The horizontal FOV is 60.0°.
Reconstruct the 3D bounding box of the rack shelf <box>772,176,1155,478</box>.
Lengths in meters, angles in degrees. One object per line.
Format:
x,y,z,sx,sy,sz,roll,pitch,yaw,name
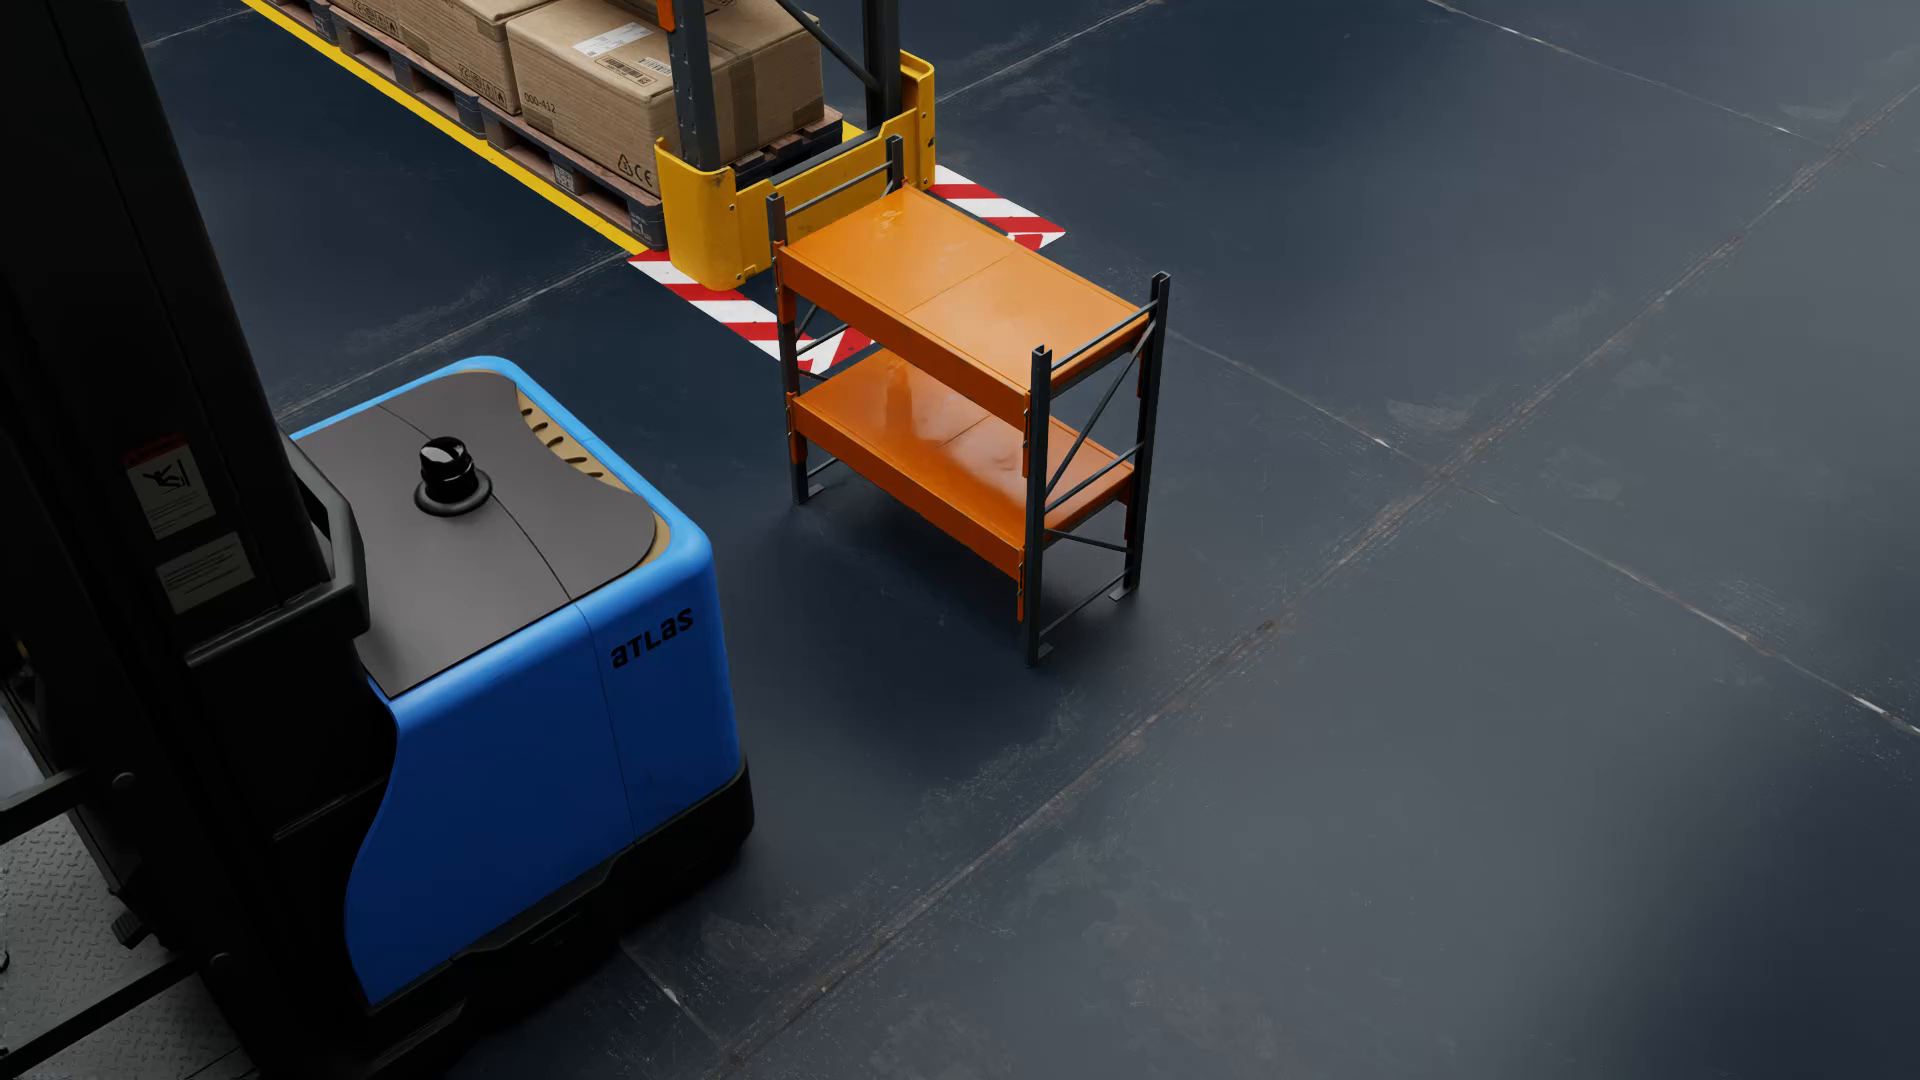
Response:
0.005,-0.625,4.666,0.538,0.278,1.000,-34,53,-31,rack shelf

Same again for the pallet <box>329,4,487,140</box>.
-2.104,-2.301,7.584,1.003,0.211,1.213,-34,53,-31,pallet

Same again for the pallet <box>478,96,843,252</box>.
-1.247,-1.714,6.950,1.003,0.211,1.213,-34,53,-31,pallet

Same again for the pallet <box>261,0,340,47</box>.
-2.970,-2.887,8.219,1.003,0.211,1.213,-34,53,-31,pallet

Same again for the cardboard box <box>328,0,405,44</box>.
-2.451,-2.744,7.588,0.875,0.438,0.875,33,52,30,cardboard box

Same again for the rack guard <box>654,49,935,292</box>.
-0.610,-1.462,6.464,1.175,0.500,0.348,-34,53,-31,rack guard

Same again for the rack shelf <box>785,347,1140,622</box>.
0.005,-0.230,5.031,0.538,0.278,1.000,-34,53,-31,rack shelf

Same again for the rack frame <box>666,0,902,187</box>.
-0.626,-2.392,5.628,1.000,3.000,0.127,-34,53,-31,rack frame

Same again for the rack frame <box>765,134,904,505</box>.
-0.354,-0.654,5.129,0.500,1.125,0.032,-34,53,-31,rack frame

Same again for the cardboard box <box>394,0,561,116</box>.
-1.816,-2.310,7.118,0.875,0.438,0.875,-33,52,-30,cardboard box

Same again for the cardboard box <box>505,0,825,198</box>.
-1.163,-1.874,6.647,0.875,0.438,0.875,32,52,30,cardboard box

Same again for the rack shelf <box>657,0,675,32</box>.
-2.039,-3.089,6.912,1.077,0.370,4.000,-34,53,-31,rack shelf

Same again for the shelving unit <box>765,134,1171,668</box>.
0.005,-0.410,4.865,0.538,1.125,1.048,-34,53,-31,shelving unit

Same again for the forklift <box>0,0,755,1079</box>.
-1.979,0.125,2.955,3.031,2.935,1.130,-31,51,-29,forklift

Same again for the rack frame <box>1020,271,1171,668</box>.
0.364,-0.166,4.600,0.500,1.125,0.032,-34,53,-31,rack frame
